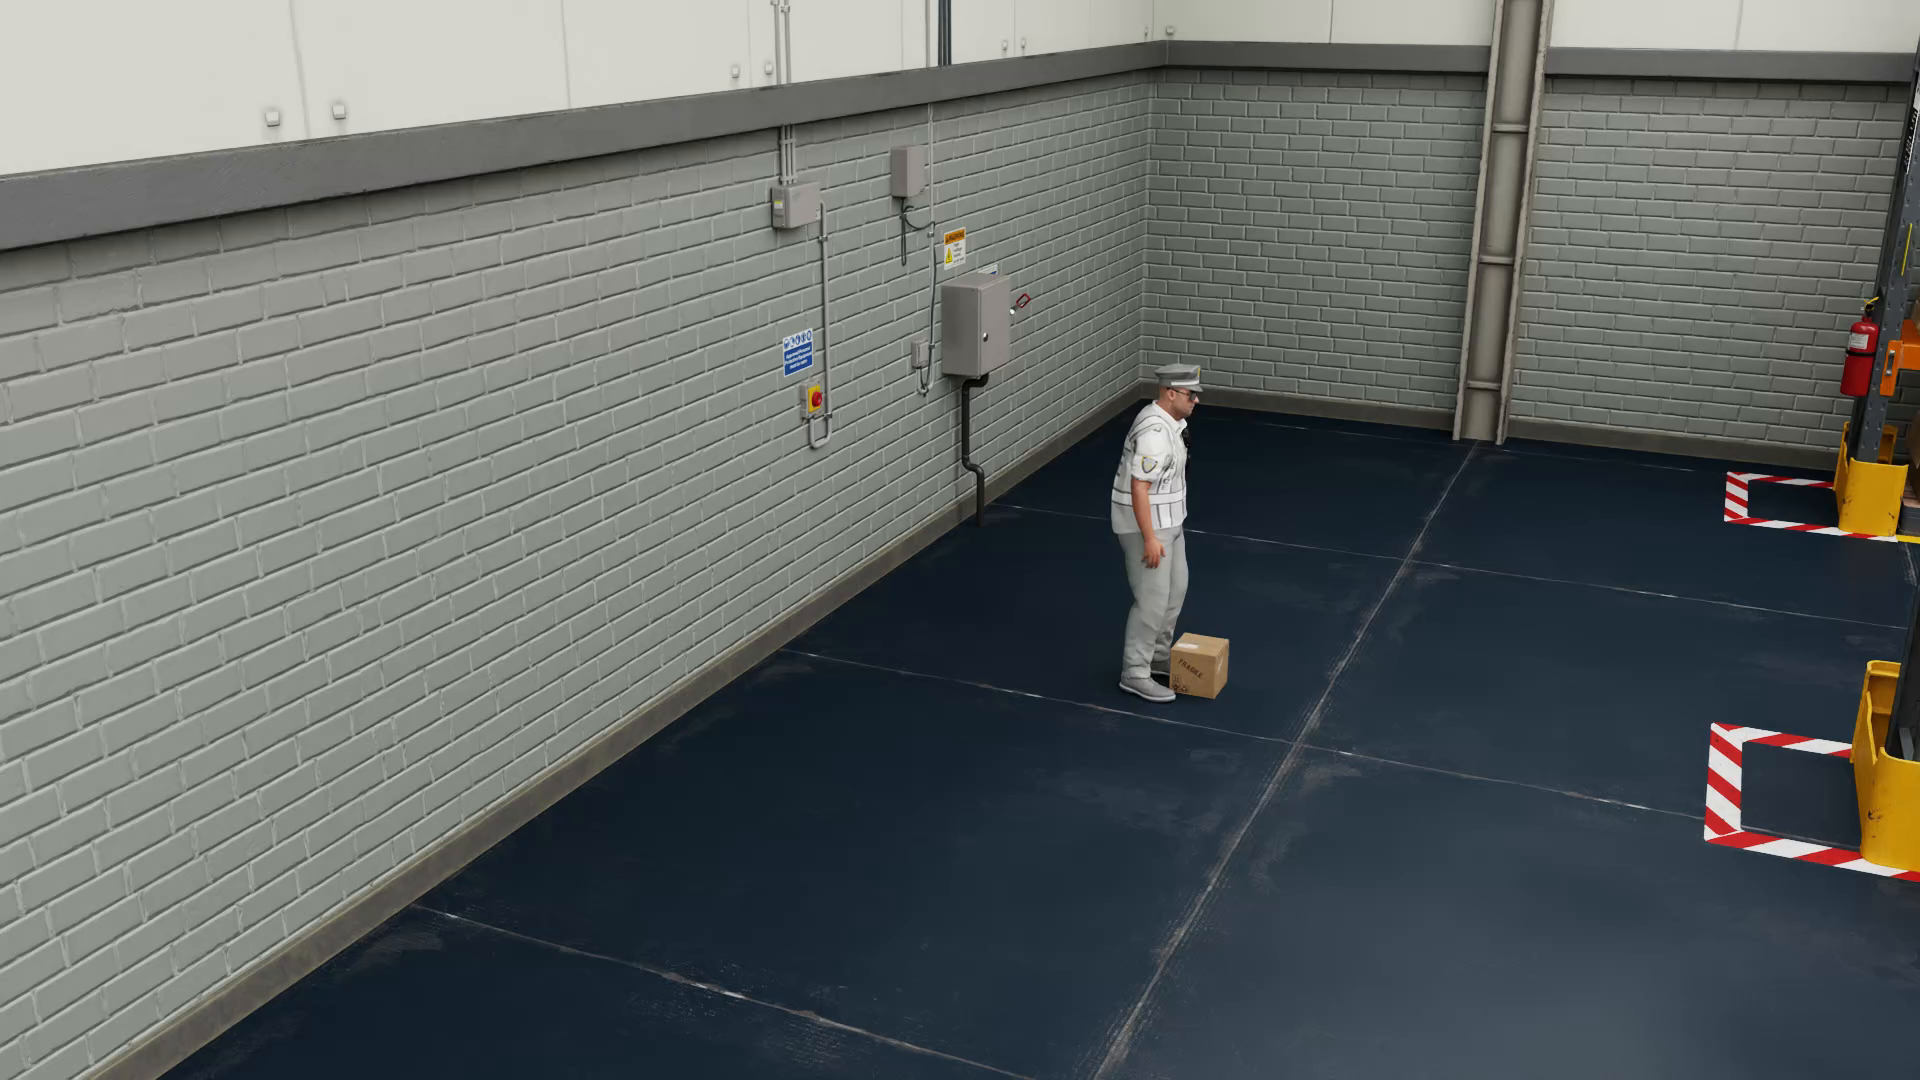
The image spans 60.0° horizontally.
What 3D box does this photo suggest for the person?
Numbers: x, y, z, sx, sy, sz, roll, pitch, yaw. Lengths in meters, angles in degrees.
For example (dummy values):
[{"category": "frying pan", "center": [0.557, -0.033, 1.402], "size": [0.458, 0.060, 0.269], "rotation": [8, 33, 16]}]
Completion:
[{"category": "person", "center": [1.046, -0.070, 8.759], "size": [0.480, 1.747, 0.601], "rotation": [7, 20, 20]}]
